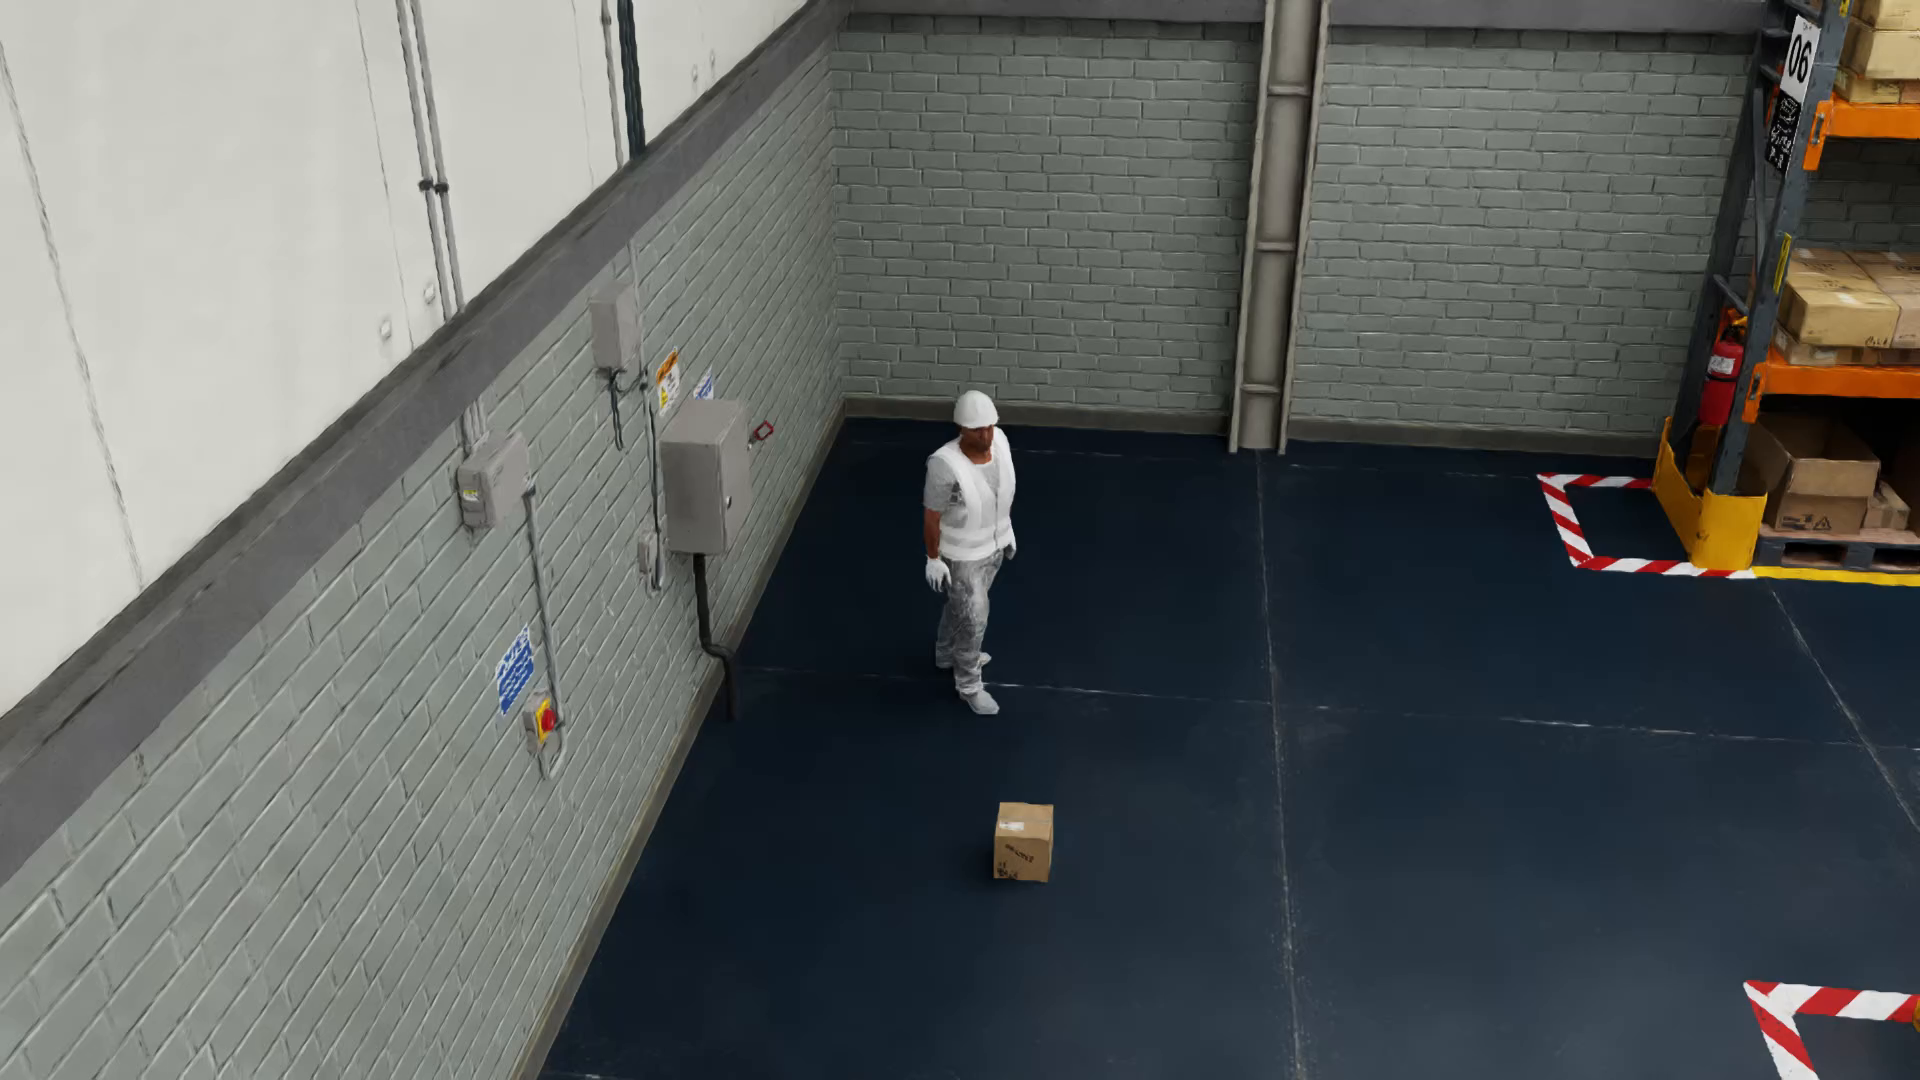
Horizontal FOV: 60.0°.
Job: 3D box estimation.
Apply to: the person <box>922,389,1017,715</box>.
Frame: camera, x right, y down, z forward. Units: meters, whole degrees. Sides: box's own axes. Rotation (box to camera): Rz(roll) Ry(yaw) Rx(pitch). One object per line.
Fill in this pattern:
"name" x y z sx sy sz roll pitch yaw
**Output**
"person" 0.042 0.022 8.565 0.587 1.776 0.585 22 35 35
